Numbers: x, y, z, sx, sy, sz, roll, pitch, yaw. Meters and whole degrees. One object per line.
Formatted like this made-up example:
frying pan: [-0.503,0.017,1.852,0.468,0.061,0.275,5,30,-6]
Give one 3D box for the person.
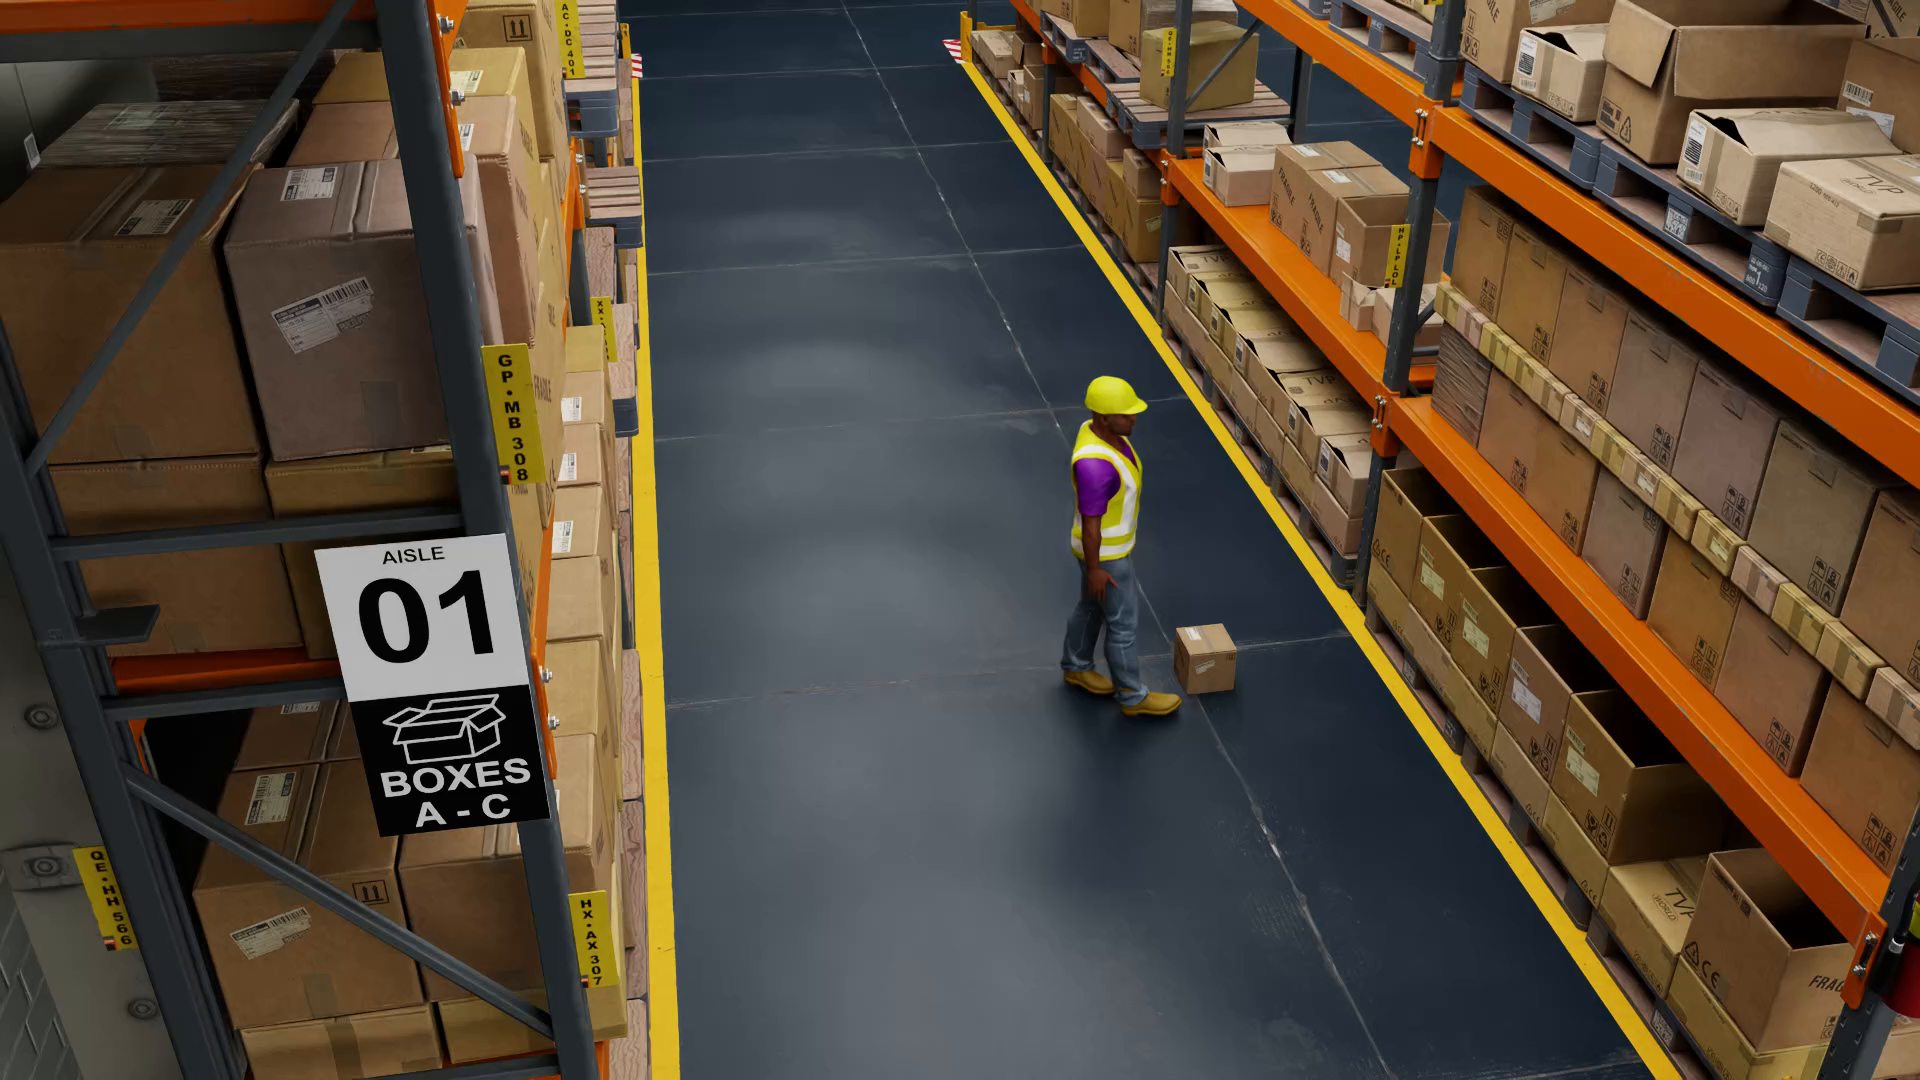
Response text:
person: [0.816,0.026,8.068,0.633,1.763,0.570,4,31,7]
